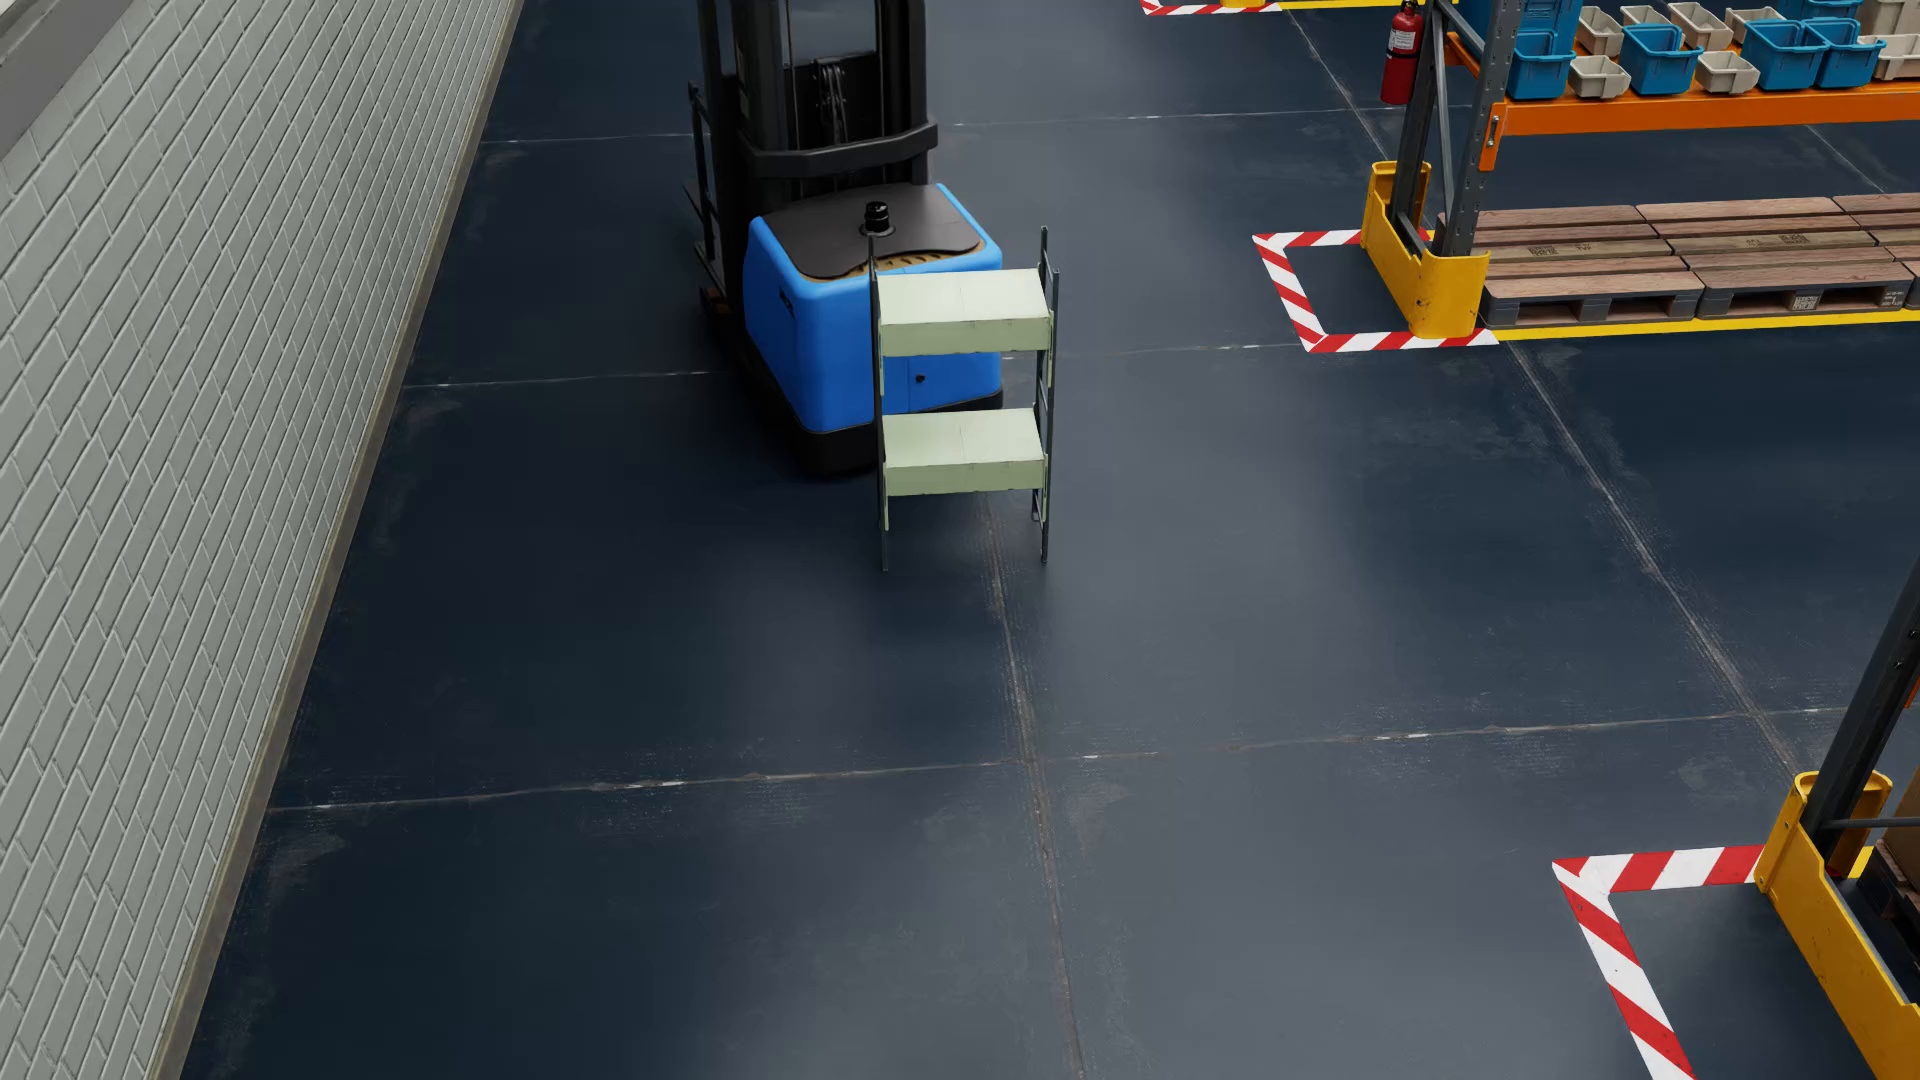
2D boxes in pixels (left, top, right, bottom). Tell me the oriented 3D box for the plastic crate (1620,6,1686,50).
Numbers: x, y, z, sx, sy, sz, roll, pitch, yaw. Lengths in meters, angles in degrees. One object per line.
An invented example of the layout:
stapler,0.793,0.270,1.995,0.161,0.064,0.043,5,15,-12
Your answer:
plastic crate,3.733,-2.741,8.967,0.243,0.136,0.396,-3,38,-4

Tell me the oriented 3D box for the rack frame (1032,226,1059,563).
rack frame,0.371,-0.609,7.311,0.023,1.500,0.400,-3,38,-4

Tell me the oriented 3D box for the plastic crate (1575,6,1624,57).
plastic crate,3.443,-2.734,8.958,0.243,0.136,0.396,-3,38,-4

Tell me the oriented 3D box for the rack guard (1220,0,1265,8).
rack guard,2.184,-4.731,13.342,0.348,0.500,1.175,-3,38,-4

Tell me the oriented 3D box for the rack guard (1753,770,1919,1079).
rack guard,3.158,1.376,5.603,0.348,0.500,1.175,-3,38,-4

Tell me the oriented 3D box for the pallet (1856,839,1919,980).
pallet,3.952,1.445,5.748,1.213,0.211,1.003,-3,38,-4

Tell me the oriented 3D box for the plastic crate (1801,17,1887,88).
plastic crate,4.532,-2.515,8.602,0.300,0.233,0.416,-3,38,-4

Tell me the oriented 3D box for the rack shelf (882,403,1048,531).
rack shelf,0.007,-0.333,7.488,0.720,0.370,0.431,-3,38,-4

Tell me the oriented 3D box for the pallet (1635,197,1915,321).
pallet,4.684,-1.649,9.670,1.213,0.211,1.003,-3,38,-4

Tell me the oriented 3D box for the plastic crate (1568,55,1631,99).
plastic crate,3.249,-2.355,8.477,0.298,0.136,0.250,-3,38,-4

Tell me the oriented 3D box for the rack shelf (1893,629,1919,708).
rack shelf,5.074,0.571,5.185,4.000,0.370,1.077,-3,38,-4

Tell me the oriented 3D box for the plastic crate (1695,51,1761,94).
plastic crate,3.924,-2.392,8.524,0.298,0.136,0.250,-3,38,-4

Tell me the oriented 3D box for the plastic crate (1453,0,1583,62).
plastic crate,2.964,-2.829,8.837,0.499,0.435,0.616,-3,38,-4

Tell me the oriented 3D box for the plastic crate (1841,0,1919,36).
plastic crate,5.094,-2.884,9.031,0.530,0.282,0.437,-3,38,-4

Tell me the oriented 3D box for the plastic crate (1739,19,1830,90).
plastic crate,4.233,-2.498,8.581,0.300,0.233,0.416,-3,38,-4

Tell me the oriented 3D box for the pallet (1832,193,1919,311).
pallet,5.902,-1.718,9.757,1.213,0.211,1.003,-3,38,-4

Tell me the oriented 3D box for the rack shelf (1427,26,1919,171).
rack shelf,4.639,-2.485,9.059,4.000,0.370,1.077,-3,38,-4

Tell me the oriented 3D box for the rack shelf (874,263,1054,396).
rack shelf,0.007,-0.896,7.044,0.720,0.370,0.431,-3,38,-4

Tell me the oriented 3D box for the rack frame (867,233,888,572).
rack frame,-0.358,-0.569,7.260,0.023,1.500,0.400,-3,38,-4

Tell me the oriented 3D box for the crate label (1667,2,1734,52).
crate label,4.008,-2.771,9.005,0.243,0.136,0.396,-3,38,-4

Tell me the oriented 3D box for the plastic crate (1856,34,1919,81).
plastic crate,4.923,-2.516,8.682,0.466,0.136,0.293,-3,38,-4

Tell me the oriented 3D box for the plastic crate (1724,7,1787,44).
plastic crate,4.302,-2.799,9.041,0.250,0.136,0.298,-3,38,-4

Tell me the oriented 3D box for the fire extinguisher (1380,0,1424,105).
fire extinguisher,2.456,-2.753,9.181,0.183,0.674,0.296,-3,38,-4

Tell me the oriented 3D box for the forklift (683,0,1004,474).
forklift,-0.810,-2.382,8.403,1.130,2.935,3.031,-14,40,-17

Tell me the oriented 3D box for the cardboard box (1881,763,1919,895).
cardboard box,3.602,1.026,5.692,0.500,0.500,0.500,-3,38,-4

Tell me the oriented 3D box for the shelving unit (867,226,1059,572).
shelving unit,0.007,-0.589,7.286,0.755,1.500,0.431,-3,38,-4

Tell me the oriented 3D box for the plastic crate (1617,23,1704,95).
plastic crate,3.578,-2.462,8.535,0.300,0.233,0.416,-3,38,-4

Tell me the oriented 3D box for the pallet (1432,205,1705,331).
pallet,3.472,-1.584,9.587,1.213,0.211,1.003,-3,38,-4

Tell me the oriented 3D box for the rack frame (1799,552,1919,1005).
rack frame,3.082,0.399,4.823,0.127,3.000,1.000,-3,38,-4

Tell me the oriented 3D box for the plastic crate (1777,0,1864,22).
plastic crate,4.670,-2.886,9.073,0.300,0.233,0.416,-3,38,-4

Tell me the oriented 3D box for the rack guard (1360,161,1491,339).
rack guard,2.624,-1.667,9.459,0.348,0.500,1.175,-3,38,-4

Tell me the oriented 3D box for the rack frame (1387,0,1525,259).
rack frame,2.647,-2.658,8.697,0.127,3.000,1.000,-3,38,-4

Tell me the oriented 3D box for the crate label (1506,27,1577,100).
crate label,2.922,-2.426,8.490,0.303,0.233,0.416,-3,38,-4
